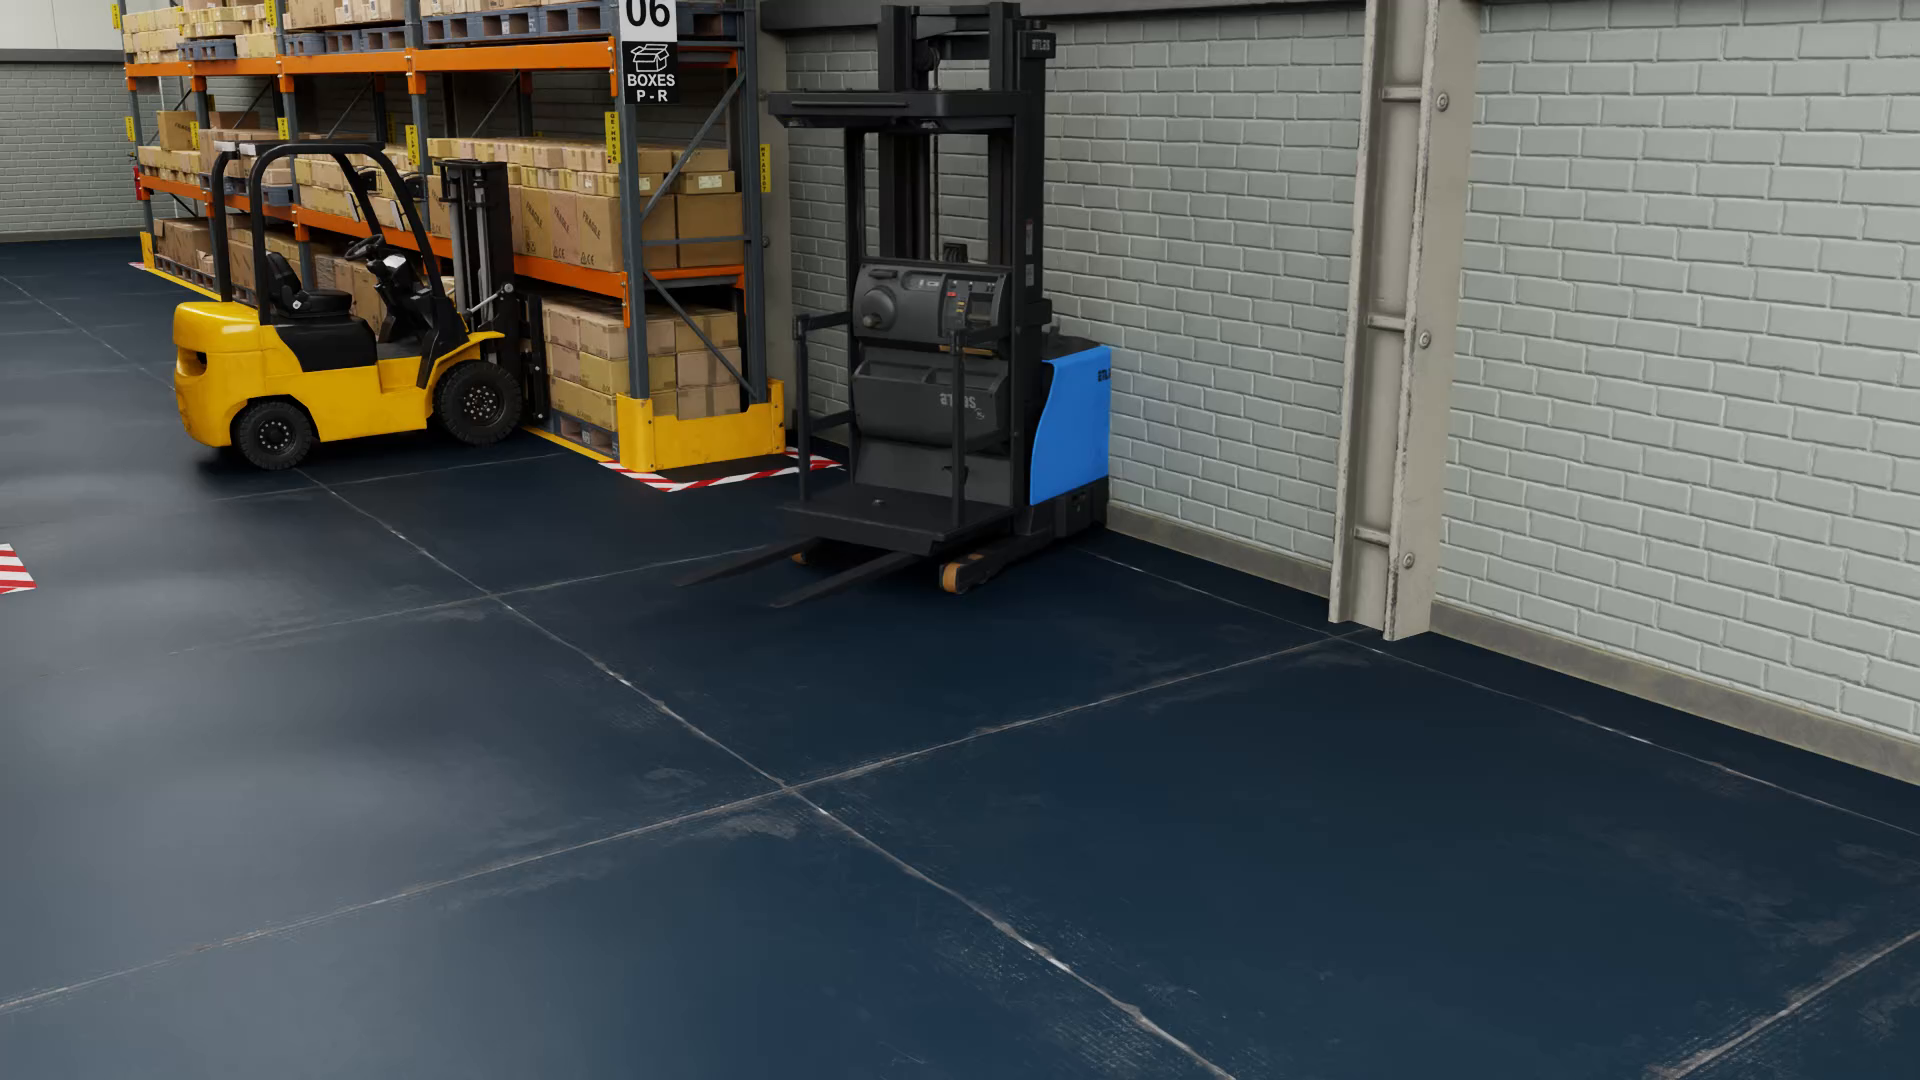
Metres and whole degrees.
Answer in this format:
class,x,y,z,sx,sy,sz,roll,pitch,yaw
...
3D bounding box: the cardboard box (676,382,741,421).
class,x,y,z,sx,sy,sz,roll,pitch,yaw
cardboard box,-1.939,-1.040,12.106,0.500,0.250,0.500,-11,19,-34

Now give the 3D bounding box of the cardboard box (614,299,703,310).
class,x,y,z,sx,sy,sz,roll,pitch,yaw
cardboard box,-2.235,-1.625,12.350,0.500,0.250,0.500,-11,19,-34

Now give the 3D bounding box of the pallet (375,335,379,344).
class,x,y,z,sx,sy,sz,roll,pitch,yaw
pallet,-5.346,-1.949,16.298,1.003,0.211,1.213,-11,19,-35

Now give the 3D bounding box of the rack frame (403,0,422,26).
class,x,y,z,sx,sy,sz,roll,pitch,yaw
rack frame,-4.160,-5.776,13.633,1.000,3.000,0.127,-11,19,-35

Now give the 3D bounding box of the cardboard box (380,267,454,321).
class,x,y,z,sx,sy,sz,roll,pitch,yaw
cardboard box,-4.926,-2.216,15.693,0.875,0.625,0.625,-11,19,-35

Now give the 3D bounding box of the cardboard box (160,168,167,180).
class,x,y,z,sx,sy,sz,roll,pitch,yaw
cardboard box,-10.527,-4.928,22.375,0.380,0.149,0.250,-12,19,-36

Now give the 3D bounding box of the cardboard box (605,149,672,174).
class,x,y,z,sx,sy,sz,roll,pitch,yaw
cardboard box,-2.189,-2.576,11.326,0.380,0.149,0.250,-11,19,-34

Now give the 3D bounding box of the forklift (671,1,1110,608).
class,x,y,z,sx,sy,sz,roll,pitch,yaw
forklift,-0.281,-1.274,8.680,1.130,2.935,3.031,10,18,32

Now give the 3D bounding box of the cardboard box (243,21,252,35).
class,x,y,z,sx,sy,sz,roll,pitch,yaw
cardboard box,-7.651,-5.620,18.275,0.380,0.149,0.250,-10,18,-33

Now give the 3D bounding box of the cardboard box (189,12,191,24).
class,x,y,z,sx,sy,sz,roll,pitch,yaw
cardboard box,-8.829,-6.133,19.546,0.380,0.149,0.250,-11,18,-34

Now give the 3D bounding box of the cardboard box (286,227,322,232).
class,x,y,z,sx,sy,sz,roll,pitch,yaw
cardboard box,-7.934,-3.710,20.160,0.380,0.149,0.250,-12,19,-37

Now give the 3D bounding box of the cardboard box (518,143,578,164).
class,x,y,z,sx,sy,sz,roll,pitch,yaw
cardboard box,-3.096,-2.903,12.519,0.380,0.149,0.250,-11,19,-34

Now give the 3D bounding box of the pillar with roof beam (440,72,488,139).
class,x,y,z,sx,sy,sz,roll,pitch,yaw
pillar with roof beam,-8.499,-5.823,13.806,9.100,9.000,0.400,-11,19,-35

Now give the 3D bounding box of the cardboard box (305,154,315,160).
class,x,y,z,sx,sy,sz,roll,pitch,yaw
cardboard box,-6.405,-3.927,16.823,0.380,0.149,0.250,-10,18,-33

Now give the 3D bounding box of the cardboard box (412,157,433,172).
class,x,y,z,sx,sy,sz,roll,pitch,yaw
cardboard box,-4.541,-3.282,14.466,0.380,0.149,0.250,-10,18,-33

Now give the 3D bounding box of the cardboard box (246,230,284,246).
class,x,y,z,sx,sy,sz,roll,pitch,yaw
cardboard box,-8.194,-3.567,19.636,0.380,0.149,0.250,-11,19,-35

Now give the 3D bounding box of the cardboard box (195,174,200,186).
class,x,y,z,sx,sy,sz,roll,pitch,yaw
cardboard box,-9.426,-4.550,20.996,0.380,0.149,0.250,-10,18,-33

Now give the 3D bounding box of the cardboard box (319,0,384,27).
class,x,y,z,sx,sy,sz,roll,pitch,yaw
cardboard box,-5.685,-5.072,15.570,0.500,0.500,0.500,-10,18,-33

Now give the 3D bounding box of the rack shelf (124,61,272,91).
class,x,y,z,sx,sy,sz,roll,pitch,yaw
rack shelf,-10.040,-6.117,21.925,1.077,0.370,4.000,-11,19,-35

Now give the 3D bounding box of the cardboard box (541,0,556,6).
class,x,y,z,sx,sy,sz,roll,pitch,yaw
cardboard box,-2.690,-3.845,11.529,0.396,0.266,0.258,-11,19,-34

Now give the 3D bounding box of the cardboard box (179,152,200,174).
class,x,y,z,sx,sy,sz,roll,pitch,yaw
cardboard box,-9.667,-4.837,21.288,0.500,0.250,0.500,-11,19,-34

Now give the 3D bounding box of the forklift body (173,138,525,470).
class,x,y,z,sx,sy,sz,roll,pitch,yaw
forklift body,-4.399,-1.740,11.861,2.313,2.155,1.214,-11,19,-35

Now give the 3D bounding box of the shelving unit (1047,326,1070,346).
class,x,y,z,sx,sy,sz,roll,pitch,yaw
shelving unit,0.298,-0.724,10.038,0.538,1.125,1.048,9,4,-39

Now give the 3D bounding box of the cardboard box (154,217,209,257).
class,x,y,z,sx,sy,sz,roll,pitch,yaw
cardboard box,-10.933,-4.298,23.530,0.797,0.503,0.637,-12,19,-37

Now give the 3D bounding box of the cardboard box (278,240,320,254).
class,x,y,z,sx,sy,sz,roll,pitch,yaw
cardboard box,-7.312,-3.229,18.402,0.380,0.149,0.250,-12,19,-36

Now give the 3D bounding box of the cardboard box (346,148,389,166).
class,x,y,z,sx,sy,sz,roll,pitch,yaw
cardboard box,-5.534,-3.595,15.609,0.380,0.149,0.250,-11,19,-36

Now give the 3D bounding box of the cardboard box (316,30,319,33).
class,x,y,z,sx,sy,sz,roll,pitch,yaw
cardboard box,-6.667,-5.474,17.742,0.380,0.149,0.250,-11,19,-35

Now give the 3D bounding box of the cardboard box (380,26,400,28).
class,x,y,z,sx,sy,sz,roll,pitch,yaw
cardboard box,-5.371,-5.004,15.952,0.380,0.166,0.250,-11,19,-35

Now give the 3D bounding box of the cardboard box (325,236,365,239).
class,x,y,z,sx,sy,sz,roll,pitch,yaw
cardboard box,-6.997,-3.380,18.954,0.380,0.149,0.250,-12,19,-37

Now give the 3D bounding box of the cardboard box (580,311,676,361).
class,x,y,z,sx,sy,sz,roll,pitch,yaw
cardboard box,-2.331,-1.437,11.662,0.500,0.250,0.500,-10,18,-33

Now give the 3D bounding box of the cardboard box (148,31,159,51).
class,x,y,z,sx,sy,sz,roll,pitch,yaw
cardboard box,-10.247,-6.502,21.688,0.500,0.250,0.500,-11,19,-35

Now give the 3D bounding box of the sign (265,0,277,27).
class,x,y,z,sx,sy,sz,roll,pitch,yaw
sign,-6.952,-5.349,16.775,0.100,0.325,0.005,-11,19,-35

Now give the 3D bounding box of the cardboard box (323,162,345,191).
class,x,y,z,sx,sy,sz,roll,pitch,yaw
cardboard box,-5.862,-3.551,16.205,0.500,0.250,0.500,-11,19,-36

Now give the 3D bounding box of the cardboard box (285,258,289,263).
class,x,y,z,sx,sy,sz,roll,pitch,yaw
cardboard box,-7.220,-2.899,18.424,0.500,0.500,0.500,-11,19,-35

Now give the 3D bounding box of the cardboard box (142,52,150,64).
class,x,y,z,sx,sy,sz,roll,pitch,yaw
cardboard box,-10.681,-6.433,22.191,0.380,0.149,0.250,-11,19,-35

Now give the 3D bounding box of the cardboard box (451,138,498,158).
class,x,y,z,sx,sy,sz,roll,pitch,yaw
cardboard box,-3.972,-3.234,13.727,0.380,0.149,0.250,-11,19,-34

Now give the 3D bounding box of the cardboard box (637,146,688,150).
class,x,y,z,sx,sy,sz,roll,pitch,yaw
cardboard box,-2.126,-2.753,11.970,0.380,0.149,0.250,-10,18,-33

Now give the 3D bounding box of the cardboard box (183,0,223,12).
class,x,y,z,sx,sy,sz,roll,pitch,yaw
cardboard box,-8.969,-6.392,19.708,0.396,0.266,0.258,-11,19,-35

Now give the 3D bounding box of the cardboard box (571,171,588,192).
class,x,y,z,sx,sy,sz,roll,pitch,yaw
cardboard box,-2.516,-2.535,11.736,0.380,0.149,0.250,-10,18,-34

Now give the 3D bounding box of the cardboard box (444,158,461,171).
class,x,y,z,sx,sy,sz,roll,pitch,yaw
cardboard box,-4.032,-3.079,13.727,0.380,0.149,0.250,-10,18,-33

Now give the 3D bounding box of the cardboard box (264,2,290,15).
class,x,y,z,sx,sy,sz,roll,pitch,yaw
cardboard box,-6.954,-5.474,17.178,0.380,0.149,0.250,-10,18,-33

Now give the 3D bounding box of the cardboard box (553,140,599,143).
class,x,y,z,sx,sy,sz,roll,pitch,yaw
cardboard box,-3.001,-3.087,13.191,0.380,0.149,0.250,-11,19,-35

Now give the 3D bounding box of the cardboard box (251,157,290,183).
class,x,y,z,sx,sy,sz,roll,pitch,yaw
cardboard box,-7.394,-4.042,18.149,0.500,0.250,0.500,-12,19,-37

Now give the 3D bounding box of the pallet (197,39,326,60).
class,x,y,z,sx,sy,sz,roll,pitch,yaw
pallet,-7.925,-5.575,18.939,1.213,0.211,1.003,-11,19,-35

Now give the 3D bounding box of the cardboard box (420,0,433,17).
class,x,y,z,sx,sy,sz,roll,pitch,yaw
cardboard box,-4.142,-4.316,13.471,0.380,0.149,0.250,-10,18,-33

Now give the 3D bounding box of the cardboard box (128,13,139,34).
class,x,y,z,sx,sy,sz,roll,pitch,yaw
cardboard box,-10.874,-6.958,22.409,0.500,0.250,0.500,-11,19,-35

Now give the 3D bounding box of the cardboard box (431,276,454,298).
class,x,y,z,sx,sy,sz,roll,pitch,yaw
cardboard box,-4.130,-2.089,14.045,0.500,0.250,0.500,-11,19,-35

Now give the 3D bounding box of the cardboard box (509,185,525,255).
class,x,y,z,sx,sy,sz,roll,pitch,yaw
cardboard box,-3.214,-2.468,12.721,0.500,0.500,0.500,-11,19,-34

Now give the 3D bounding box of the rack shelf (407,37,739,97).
class,x,y,z,sx,sy,sz,roll,pitch,yaw
rack shelf,-2.984,-3.555,12.563,1.077,0.370,4.000,-11,19,-35

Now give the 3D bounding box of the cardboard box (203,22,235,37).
class,x,y,z,sx,sy,sz,roll,pitch,yaw
cardboard box,-8.407,-5.824,18.980,0.380,0.149,0.250,-11,19,-35

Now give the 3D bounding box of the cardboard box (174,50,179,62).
class,x,y,z,sx,sy,sz,roll,pitch,yaw
cardboard box,-9.607,-6.058,20.824,0.380,0.149,0.250,-10,18,-33

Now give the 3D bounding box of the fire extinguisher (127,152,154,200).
class,x,y,z,sx,sy,sz,roll,pitch,yaw
fire extinguisher,-11.676,-5.187,23.699,0.296,0.674,0.183,-11,19,-35

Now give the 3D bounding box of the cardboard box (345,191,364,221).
class,x,y,z,sx,sy,sz,roll,pitch,yaw
cardboard box,-5.545,-3.203,15.882,0.500,0.250,0.500,-10,18,-33

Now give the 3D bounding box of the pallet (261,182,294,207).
class,x,y,z,sx,sy,sz,roll,pitch,yaw
pallet,-6.967,-3.778,18.060,1.213,0.211,1.003,-11,19,-35
